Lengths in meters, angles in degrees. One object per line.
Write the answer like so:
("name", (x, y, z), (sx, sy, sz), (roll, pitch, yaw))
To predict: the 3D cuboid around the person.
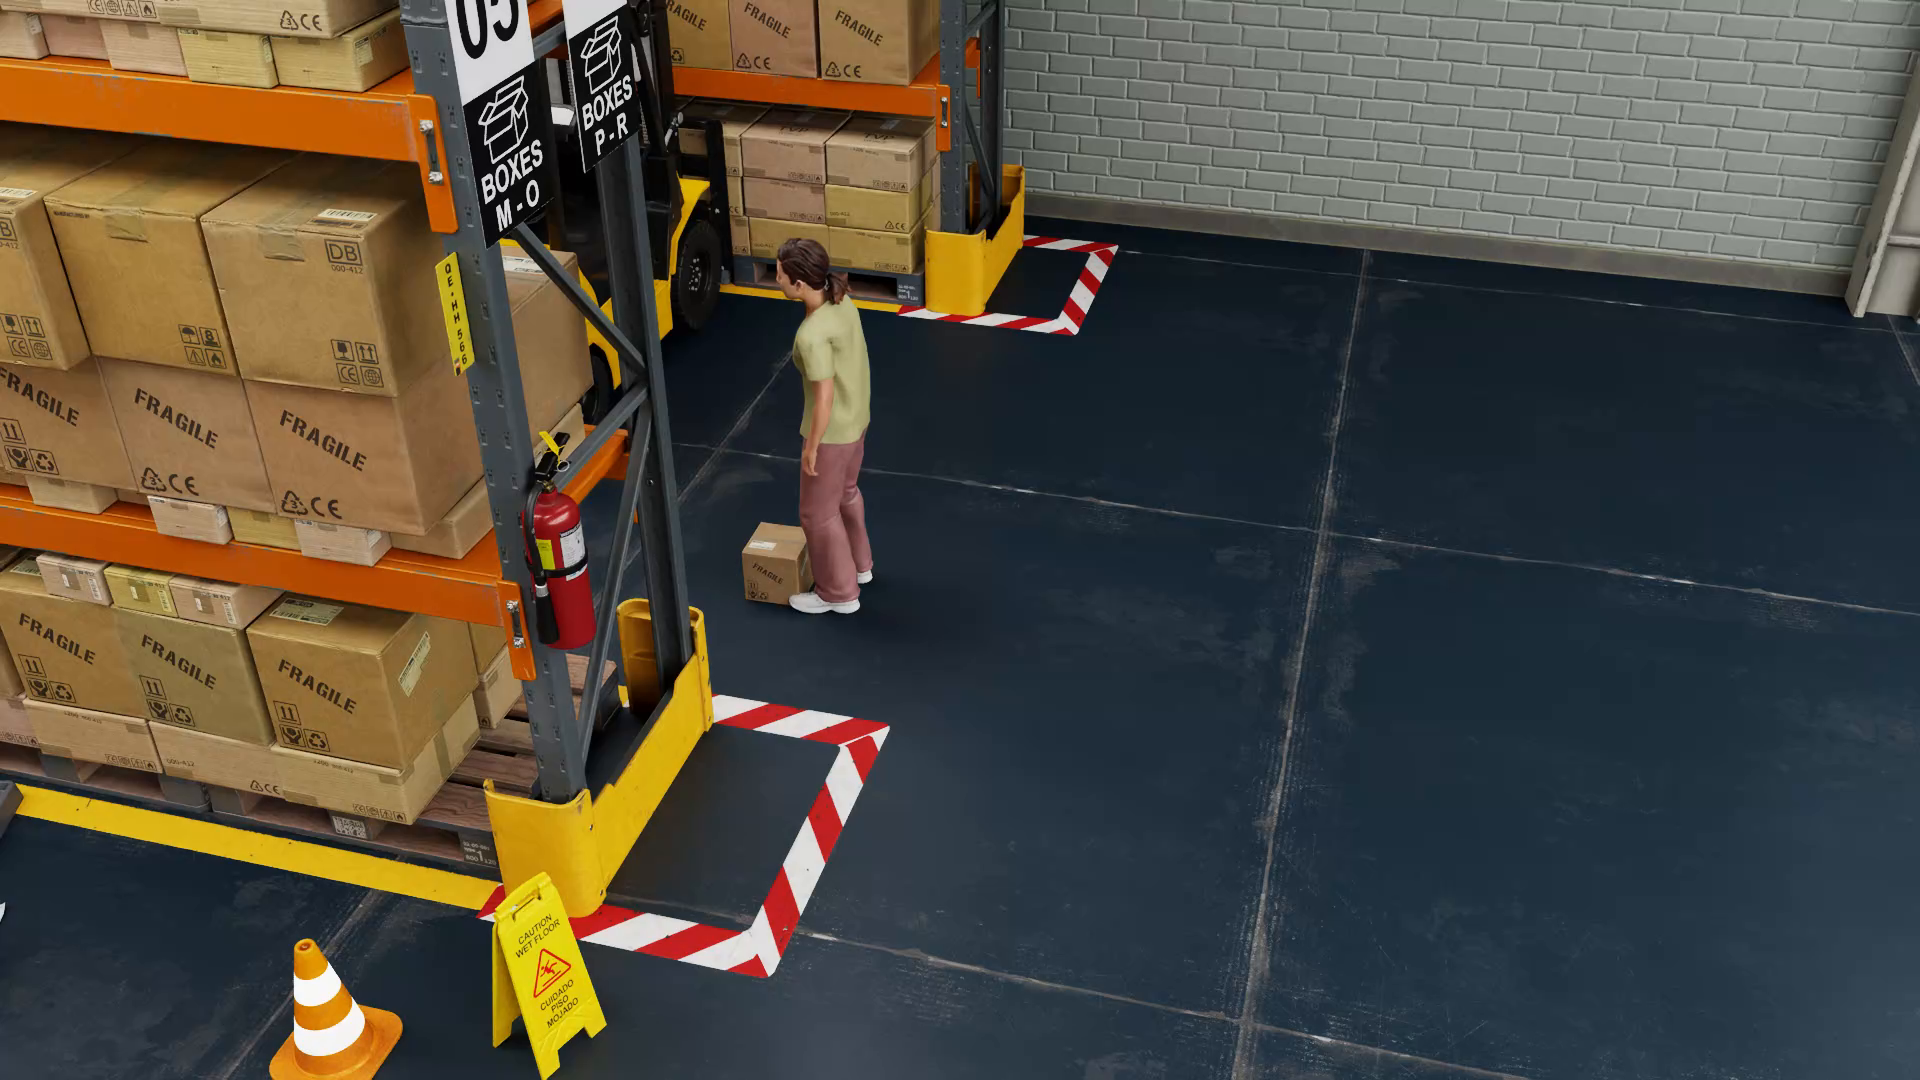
("person", (-0.553, -0.459, 6.849), (0.336, 1.672, 0.507), (7, 34, 11))
